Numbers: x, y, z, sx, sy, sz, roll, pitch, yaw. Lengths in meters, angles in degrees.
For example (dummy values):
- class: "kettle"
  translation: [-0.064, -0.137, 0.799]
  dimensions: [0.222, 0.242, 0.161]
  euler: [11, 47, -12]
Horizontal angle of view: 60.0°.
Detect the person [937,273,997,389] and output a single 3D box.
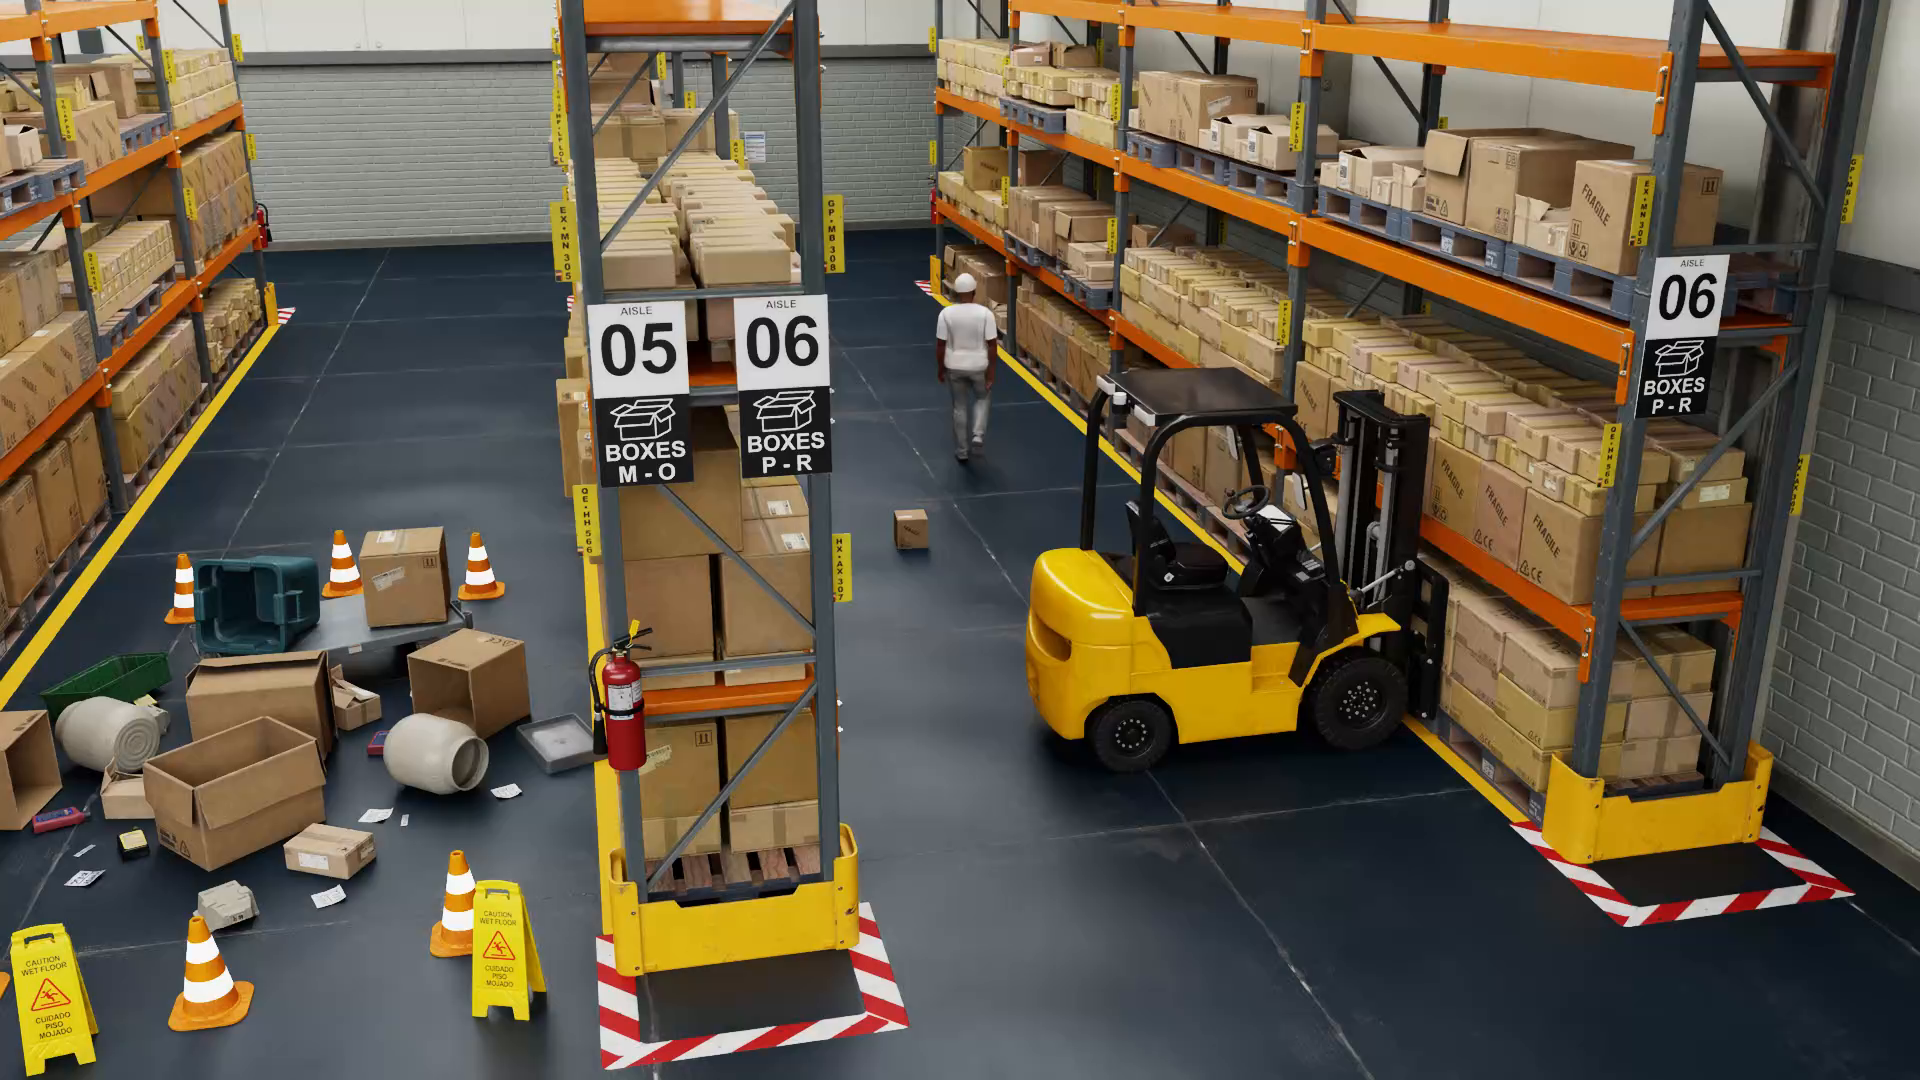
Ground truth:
- class: "person"
  translation: [0.065, -1.939, 15.400]
  dimensions: [0.568, 1.069, 0.347]
  euler: [1, 20, 2]
